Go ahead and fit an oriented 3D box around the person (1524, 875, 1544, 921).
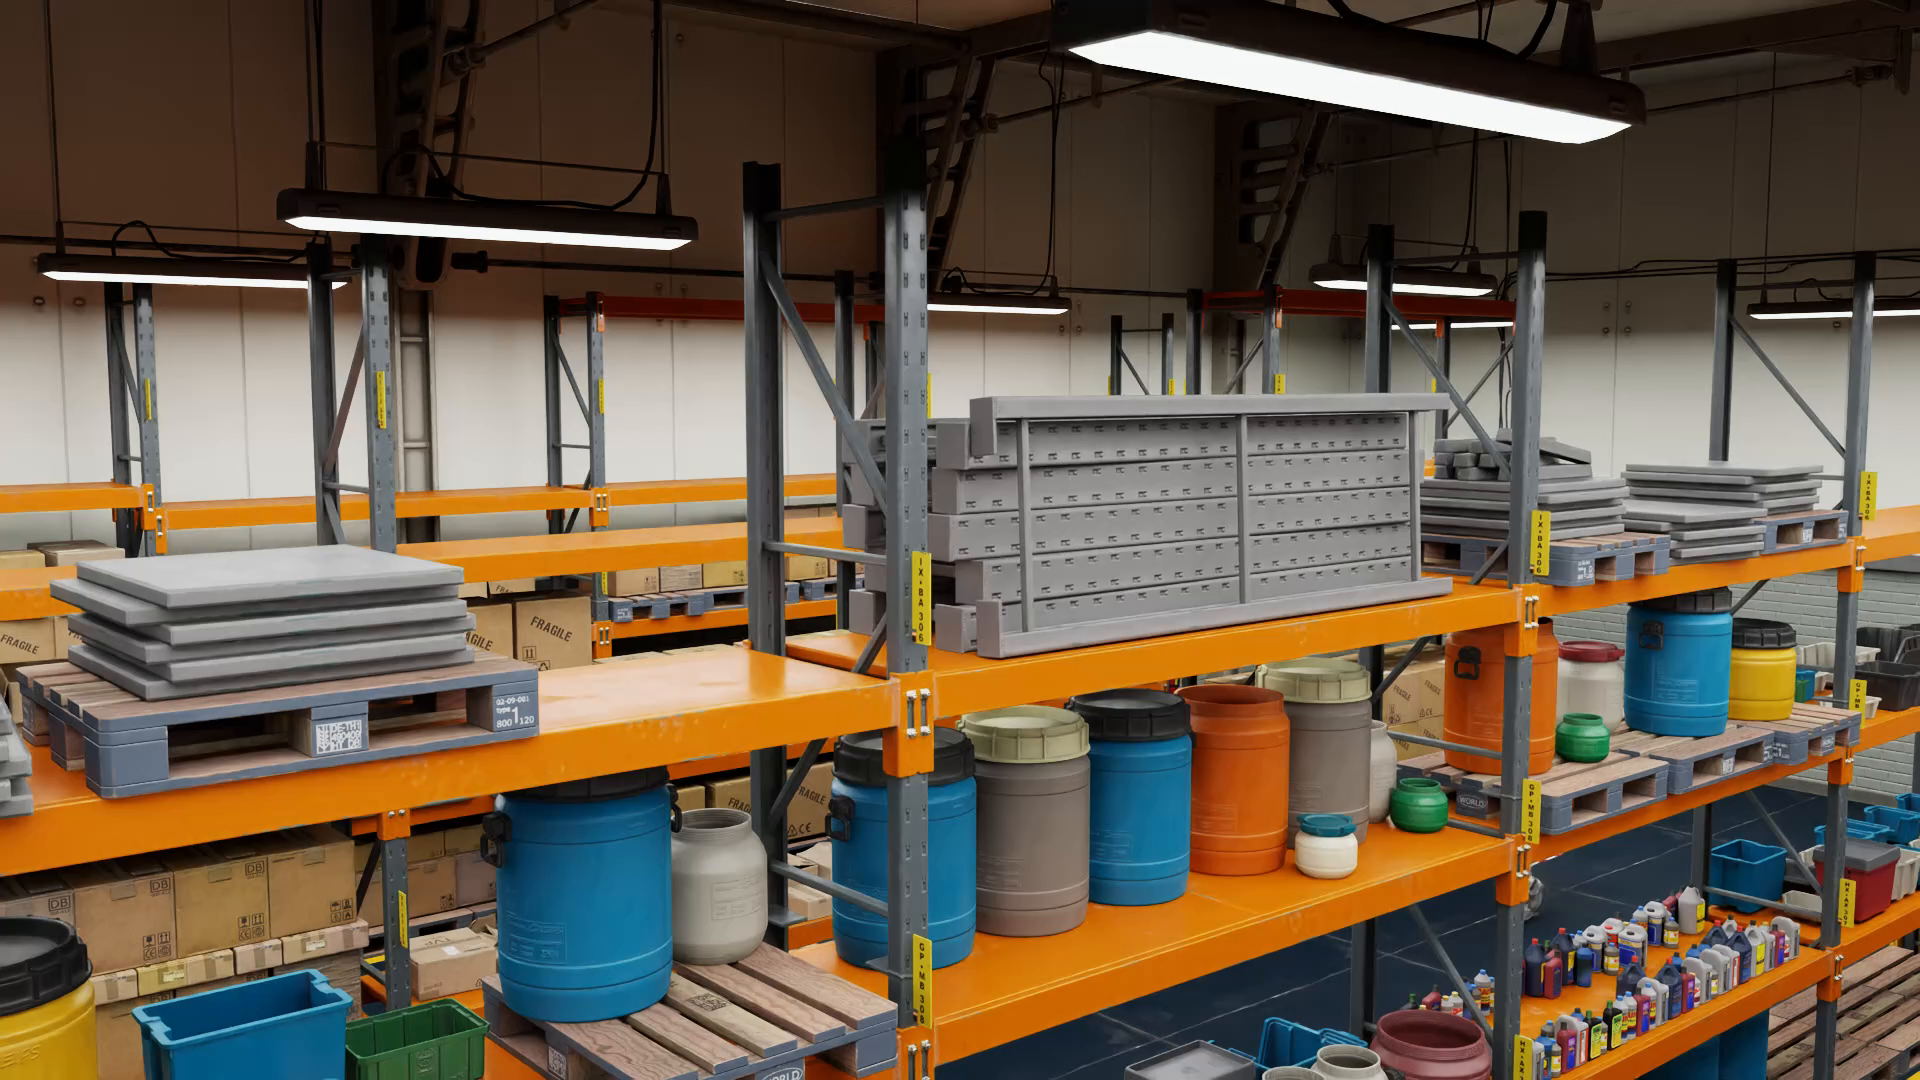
[{"bbox_3d":[5.329,2.811,15.829,0.607,1.686,0.696,-4,7,-33],"label":"person"}]
